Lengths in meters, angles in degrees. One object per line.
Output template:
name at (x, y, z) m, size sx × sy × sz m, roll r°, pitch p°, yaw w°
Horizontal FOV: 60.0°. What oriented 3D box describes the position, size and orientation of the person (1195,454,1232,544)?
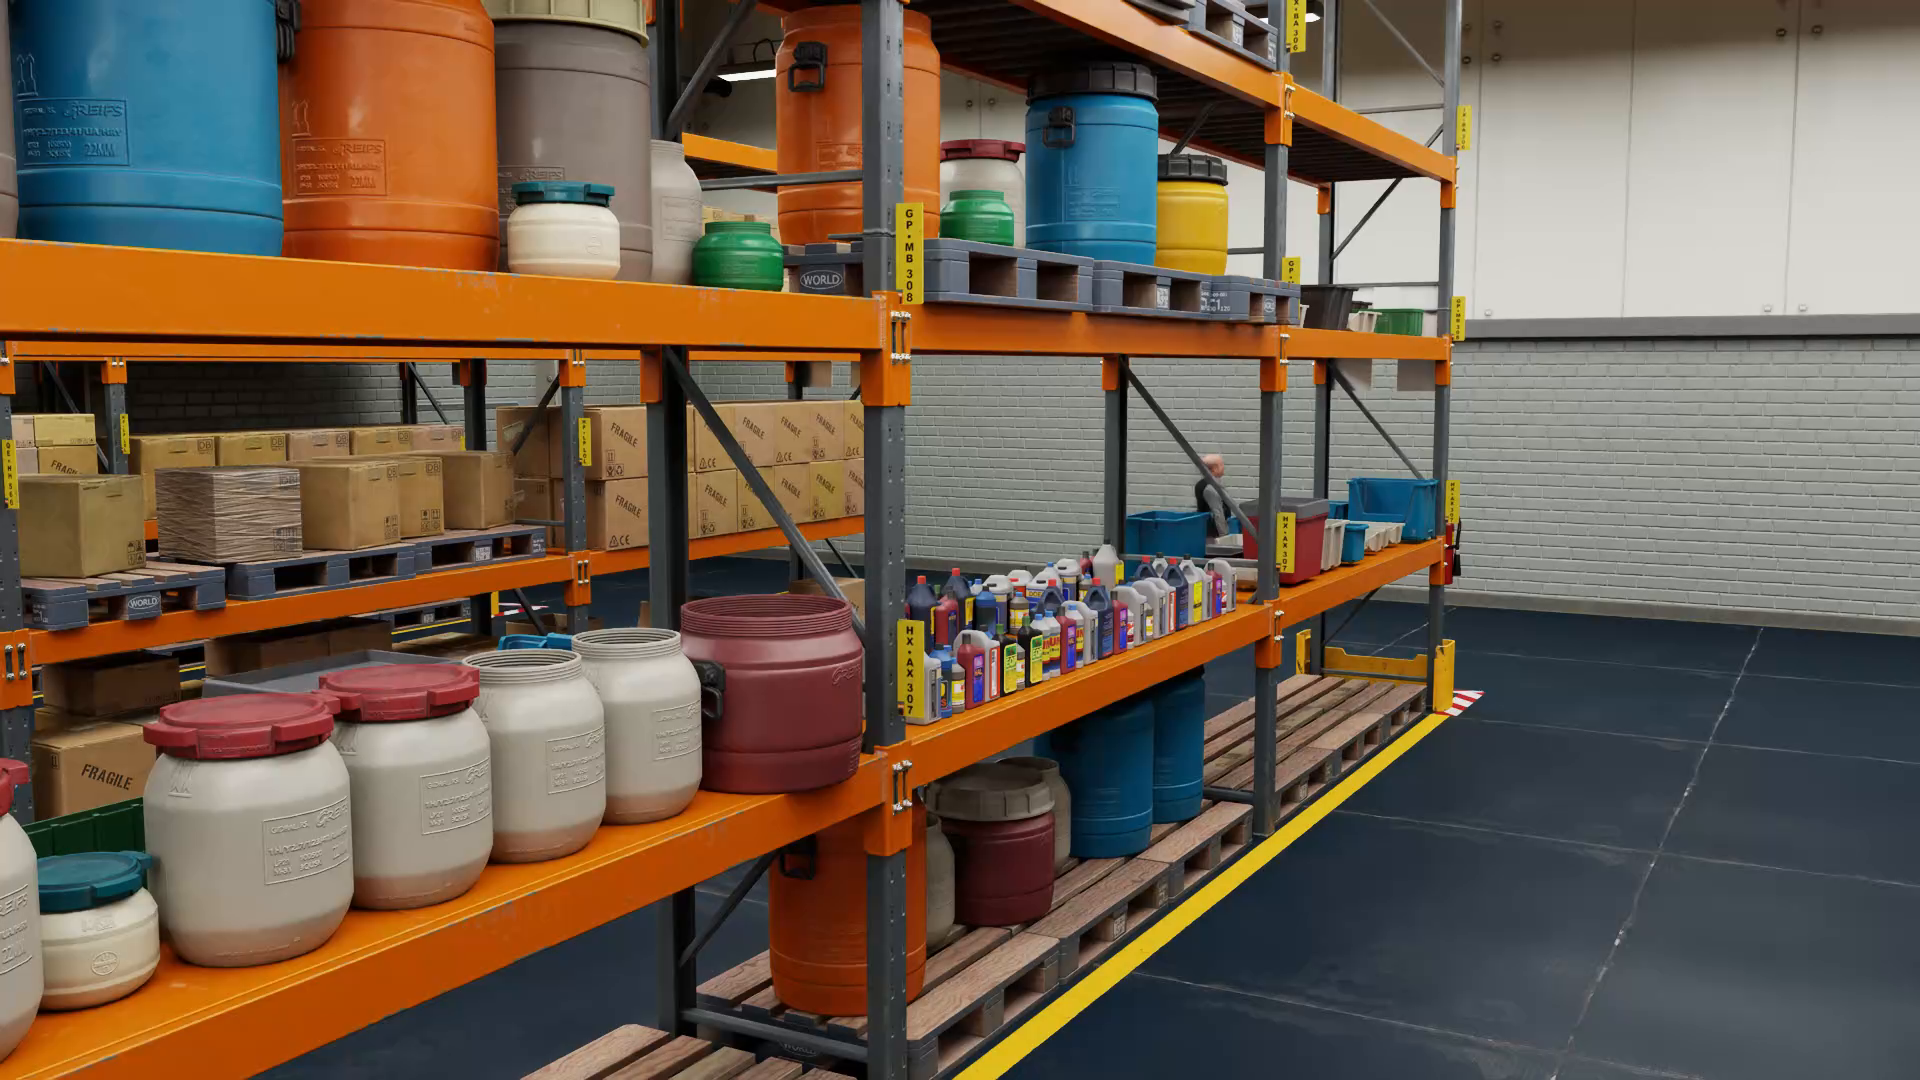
person at (2.542, 0.040, 16.475) m, size 0.498 × 1.786 × 0.539 m, roll 0°, pitch 6°, yaw -2°
